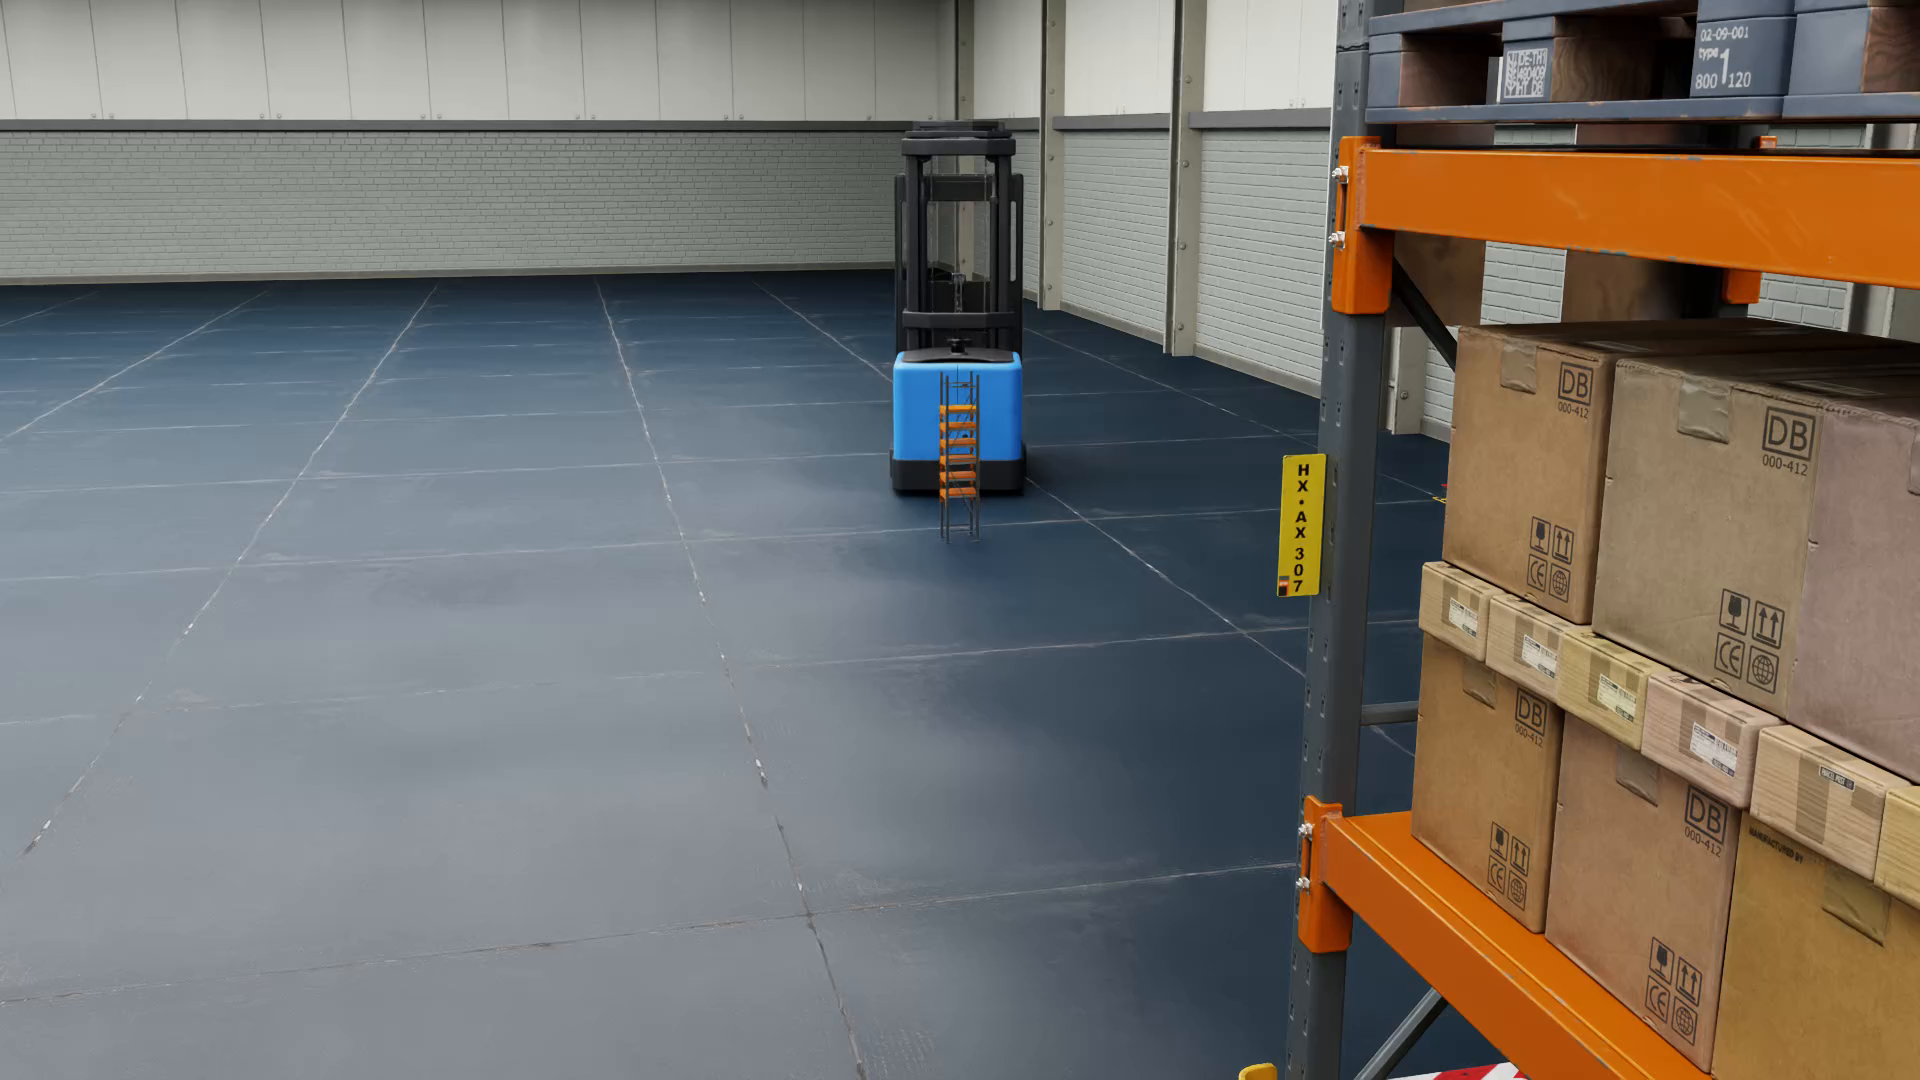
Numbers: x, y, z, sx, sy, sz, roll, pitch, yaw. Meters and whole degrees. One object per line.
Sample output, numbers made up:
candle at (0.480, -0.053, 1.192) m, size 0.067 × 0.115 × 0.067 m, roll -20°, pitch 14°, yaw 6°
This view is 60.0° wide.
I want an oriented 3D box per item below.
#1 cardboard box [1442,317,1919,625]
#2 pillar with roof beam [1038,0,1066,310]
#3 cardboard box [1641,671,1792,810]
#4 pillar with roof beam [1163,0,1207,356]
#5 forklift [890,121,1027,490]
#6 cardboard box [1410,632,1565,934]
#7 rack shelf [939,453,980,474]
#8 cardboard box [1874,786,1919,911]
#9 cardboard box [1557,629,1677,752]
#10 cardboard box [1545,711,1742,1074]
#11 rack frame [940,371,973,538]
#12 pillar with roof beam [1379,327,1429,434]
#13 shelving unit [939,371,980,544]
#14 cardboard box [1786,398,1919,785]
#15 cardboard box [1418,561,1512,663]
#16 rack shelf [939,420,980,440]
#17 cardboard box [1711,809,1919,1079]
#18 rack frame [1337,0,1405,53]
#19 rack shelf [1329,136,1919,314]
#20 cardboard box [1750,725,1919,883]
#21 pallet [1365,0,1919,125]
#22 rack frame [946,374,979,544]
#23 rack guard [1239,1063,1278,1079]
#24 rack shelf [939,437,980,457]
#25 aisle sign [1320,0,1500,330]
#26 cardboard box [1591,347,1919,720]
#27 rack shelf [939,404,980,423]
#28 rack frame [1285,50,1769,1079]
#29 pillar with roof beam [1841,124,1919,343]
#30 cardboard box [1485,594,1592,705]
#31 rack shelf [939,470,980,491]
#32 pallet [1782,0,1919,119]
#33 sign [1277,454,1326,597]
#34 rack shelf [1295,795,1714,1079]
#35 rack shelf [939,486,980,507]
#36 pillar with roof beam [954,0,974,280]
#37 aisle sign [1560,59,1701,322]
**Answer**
cardboard box at (1.419, -0.160, 3.319) m, size 0.700 × 0.500 × 0.500 m, roll -3°, pitch 14°, yaw -13°
pillar with roof beam at (-2.692, -7.977, 25.617) m, size 9.100 × 9.000 × 0.400 m, roll -3°, pitch 14°, yaw -13°
cardboard box at (1.372, 0.313, 2.747) m, size 0.380 × 0.149 × 0.250 m, roll -4°, pitch 14°, yaw -14°
pillar with roof beam at (-1.283, -6.593, 19.952) m, size 9.100 × 9.000 × 0.400 m, roll -3°, pitch 14°, yaw -13°
forklift at (-0.007, -2.113, 14.402) m, size 1.130 × 2.935 × 3.031 m, roll 0°, pitch 14°, yaw 0°
cardboard box at (1.407, 0.458, 3.523) m, size 0.700 × 0.500 × 0.500 m, roll -3°, pitch 14°, yaw -13°
rack shelf at (-0.003, -0.543, 11.809) m, size 0.258 × 0.103 × 0.180 m, roll -3°, pitch 14°, yaw -13°
cardboard box at (1.497, 0.434, 2.255) m, size 0.380 × 0.149 × 0.250 m, roll -3°, pitch 14°, yaw -14°
cardboard box at (1.314, 0.255, 2.986) m, size 0.380 × 0.149 × 0.250 m, roll -3°, pitch 14°, yaw -13°
cardboard box at (1.535, 0.578, 3.029) m, size 0.700 × 0.500 × 0.500 m, roll -3°, pitch 14°, yaw -12°
rack frame at (-0.025, -0.607, 11.885) m, size 0.240 × 1.200 × 0.006 m, roll -3°, pitch 14°, yaw -13°
pillar with roof beam at (0.126, -5.209, 14.286) m, size 9.100 × 9.000 × 0.400 m, roll -3°, pitch 14°, yaw -13°
shelving unit at (-0.003, -0.586, 11.798) m, size 0.258 × 1.200 × 0.189 m, roll -3°, pitch 14°, yaw -13°
cardboard box at (1.667, 0.077, 2.348) m, size 0.700 × 0.500 × 0.500 m, roll -3°, pitch 14°, yaw -13°
cardboard box at (1.193, 0.137, 3.471) m, size 0.380 × 0.149 × 0.250 m, roll -3°, pitch 14°, yaw -14°
rack shelf at (-0.003, -0.776, 11.752) m, size 0.258 × 0.103 × 0.180 m, roll -3°, pitch 14°, yaw -13°
cardboard box at (1.646, 0.693, 2.558) m, size 0.700 × 0.500 × 0.500 m, roll -3°, pitch 14°, yaw -13°
rack frame at (1.310, -2.517, 3.267) m, size 1.000 × 3.000 × 0.127 m, roll -3°, pitch 14°, yaw -13°
rack shelf at (1.779, -0.249, 1.820) m, size 1.077 × 0.370 × 4.000 m, roll -3°, pitch 14°, yaw -13°
cardboard box at (1.437, 0.375, 2.496) m, size 0.380 × 0.149 × 0.250 m, roll -4°, pitch 14°, yaw -15°
pallet at (1.451, -0.852, 2.960) m, size 1.003 × 0.211 × 1.213 m, roll -3°, pitch 14°, yaw -13°
rack frame at (0.018, -0.565, 11.712) m, size 0.240 × 1.200 × 0.006 m, roll -3°, pitch 14°, yaw -13°
rack guard at (1.304, 1.606, 4.298) m, size 1.175 × 0.500 × 0.348 m, roll -3°, pitch 14°, yaw -13°
rack shelf at (-0.003, -0.660, 11.780) m, size 0.258 × 0.103 × 0.180 m, roll -3°, pitch 14°, yaw -13°
aisle sign at (0.997, -0.863, 3.663) m, size 0.394 × 0.787 × 0.004 m, roll -3°, pitch 14°, yaw -13°
cardboard box at (1.548, -0.039, 2.824) m, size 0.700 × 0.500 × 0.500 m, roll -4°, pitch 14°, yaw -15°
rack shelf at (-0.003, -0.893, 11.723) m, size 0.258 × 0.103 × 0.180 m, roll -3°, pitch 14°, yaw -13°
rack frame at (1.310, 0.398, 3.979) m, size 1.000 × 3.000 × 0.127 m, roll -3°, pitch 14°, yaw -13°
pillar with roof beam at (1.535, -3.825, 8.620) m, size 9.100 × 9.000 × 0.400 m, roll -3°, pitch 14°, yaw -13°
cardboard box at (1.257, 0.197, 3.222) m, size 0.380 × 0.149 × 0.250 m, roll -4°, pitch 14°, yaw -15°
rack shelf at (-0.003, -0.426, 11.837) m, size 0.258 × 0.103 × 0.180 m, roll -3°, pitch 14°, yaw -13°
pallet at (1.741, -0.570, 1.806) m, size 1.003 × 0.211 × 1.213 m, roll -3°, pitch 14°, yaw -13°
sign at (0.769, -0.032, 3.746) m, size 0.100 × 0.325 × 0.005 m, roll -3°, pitch 14°, yaw -13°
rack shelf at (1.779, 1.209, 2.176) m, size 1.077 × 0.370 × 4.000 m, roll -3°, pitch 14°, yaw -13°
rack shelf at (-0.003, -0.310, 11.866) m, size 0.258 × 0.103 × 0.180 m, roll -3°, pitch 14°, yaw -13°
pillar with roof beam at (-4.101, -9.361, 31.283) m, size 9.100 × 9.000 × 0.400 m, roll -3°, pitch 14°, yaw -13°
aisle sign at (1.580, -0.897, 3.800) m, size 0.394 × 0.787 × 0.004 m, roll -3°, pitch 14°, yaw -13°
